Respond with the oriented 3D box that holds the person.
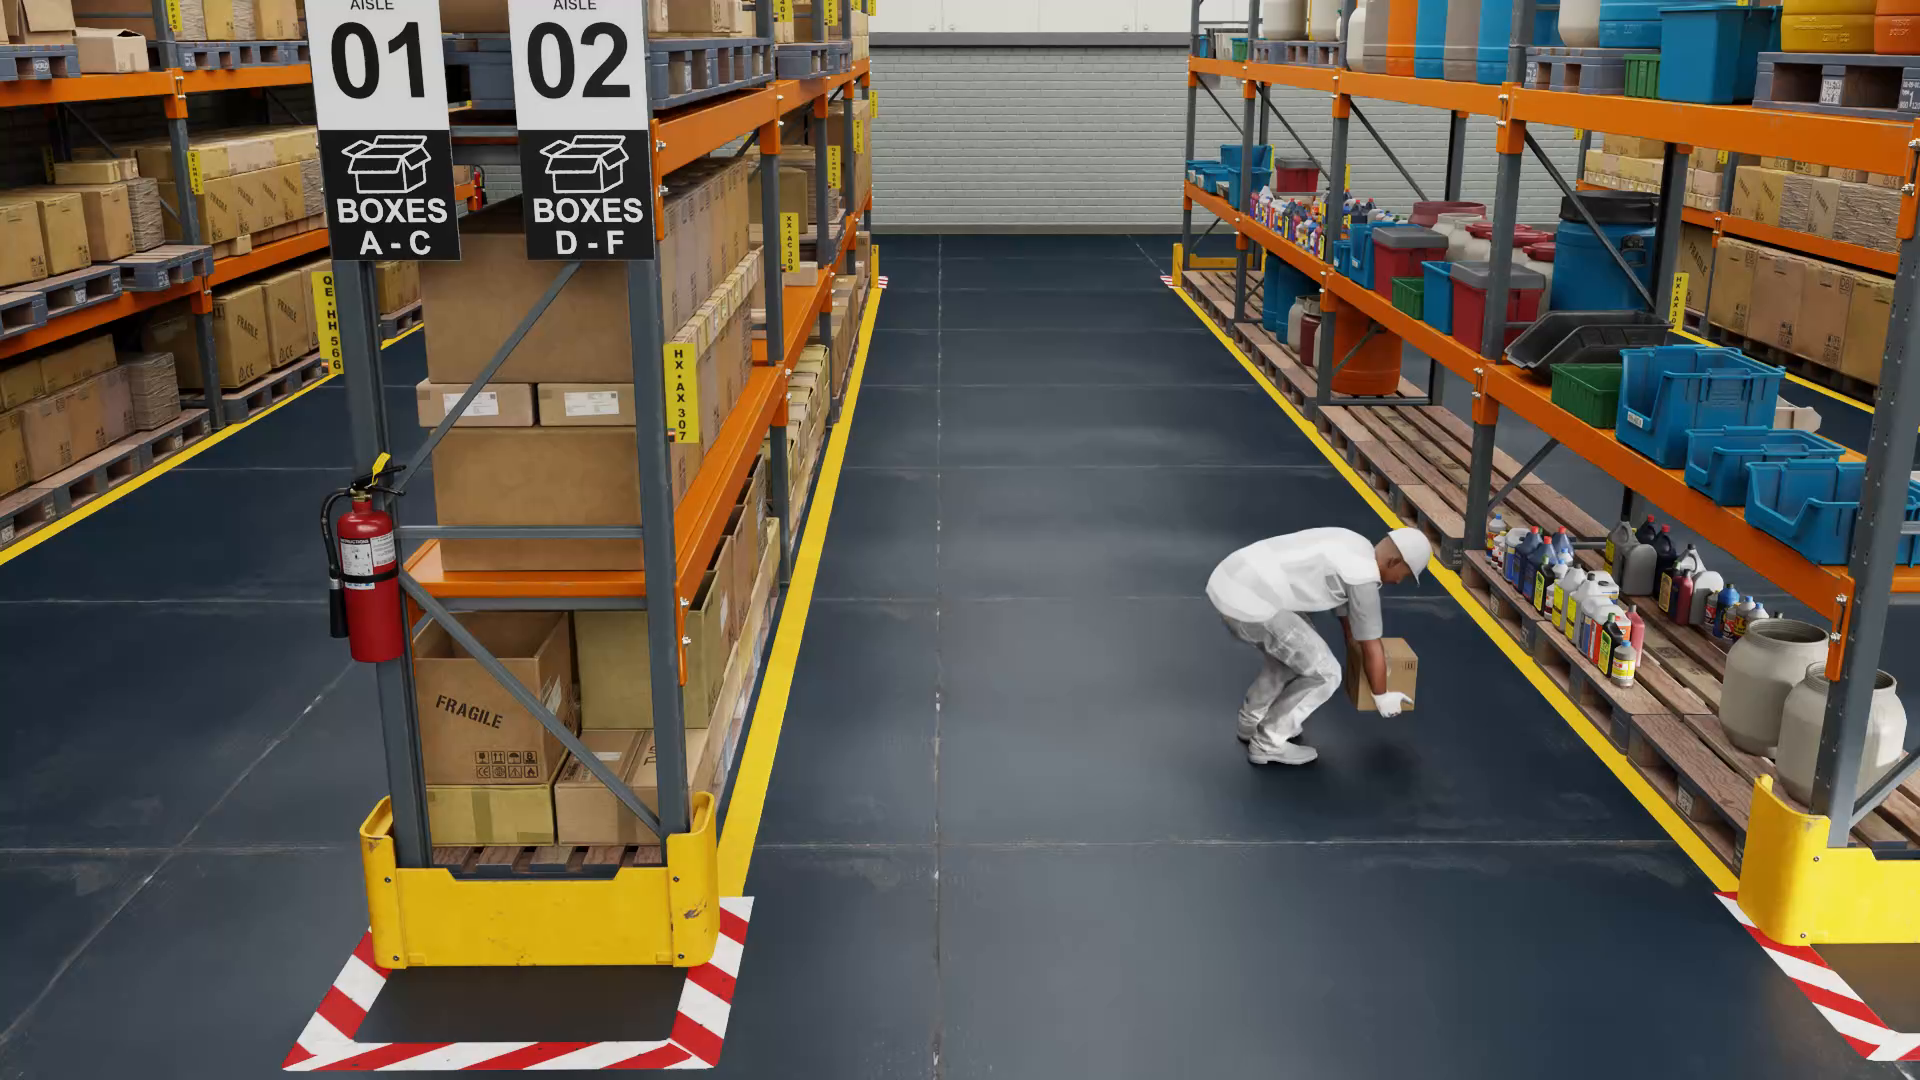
[{"bbox_3d":[1.576,0.445,7.362,0.976,1.017,0.548,-1,17,-3],"label":"person"}]
